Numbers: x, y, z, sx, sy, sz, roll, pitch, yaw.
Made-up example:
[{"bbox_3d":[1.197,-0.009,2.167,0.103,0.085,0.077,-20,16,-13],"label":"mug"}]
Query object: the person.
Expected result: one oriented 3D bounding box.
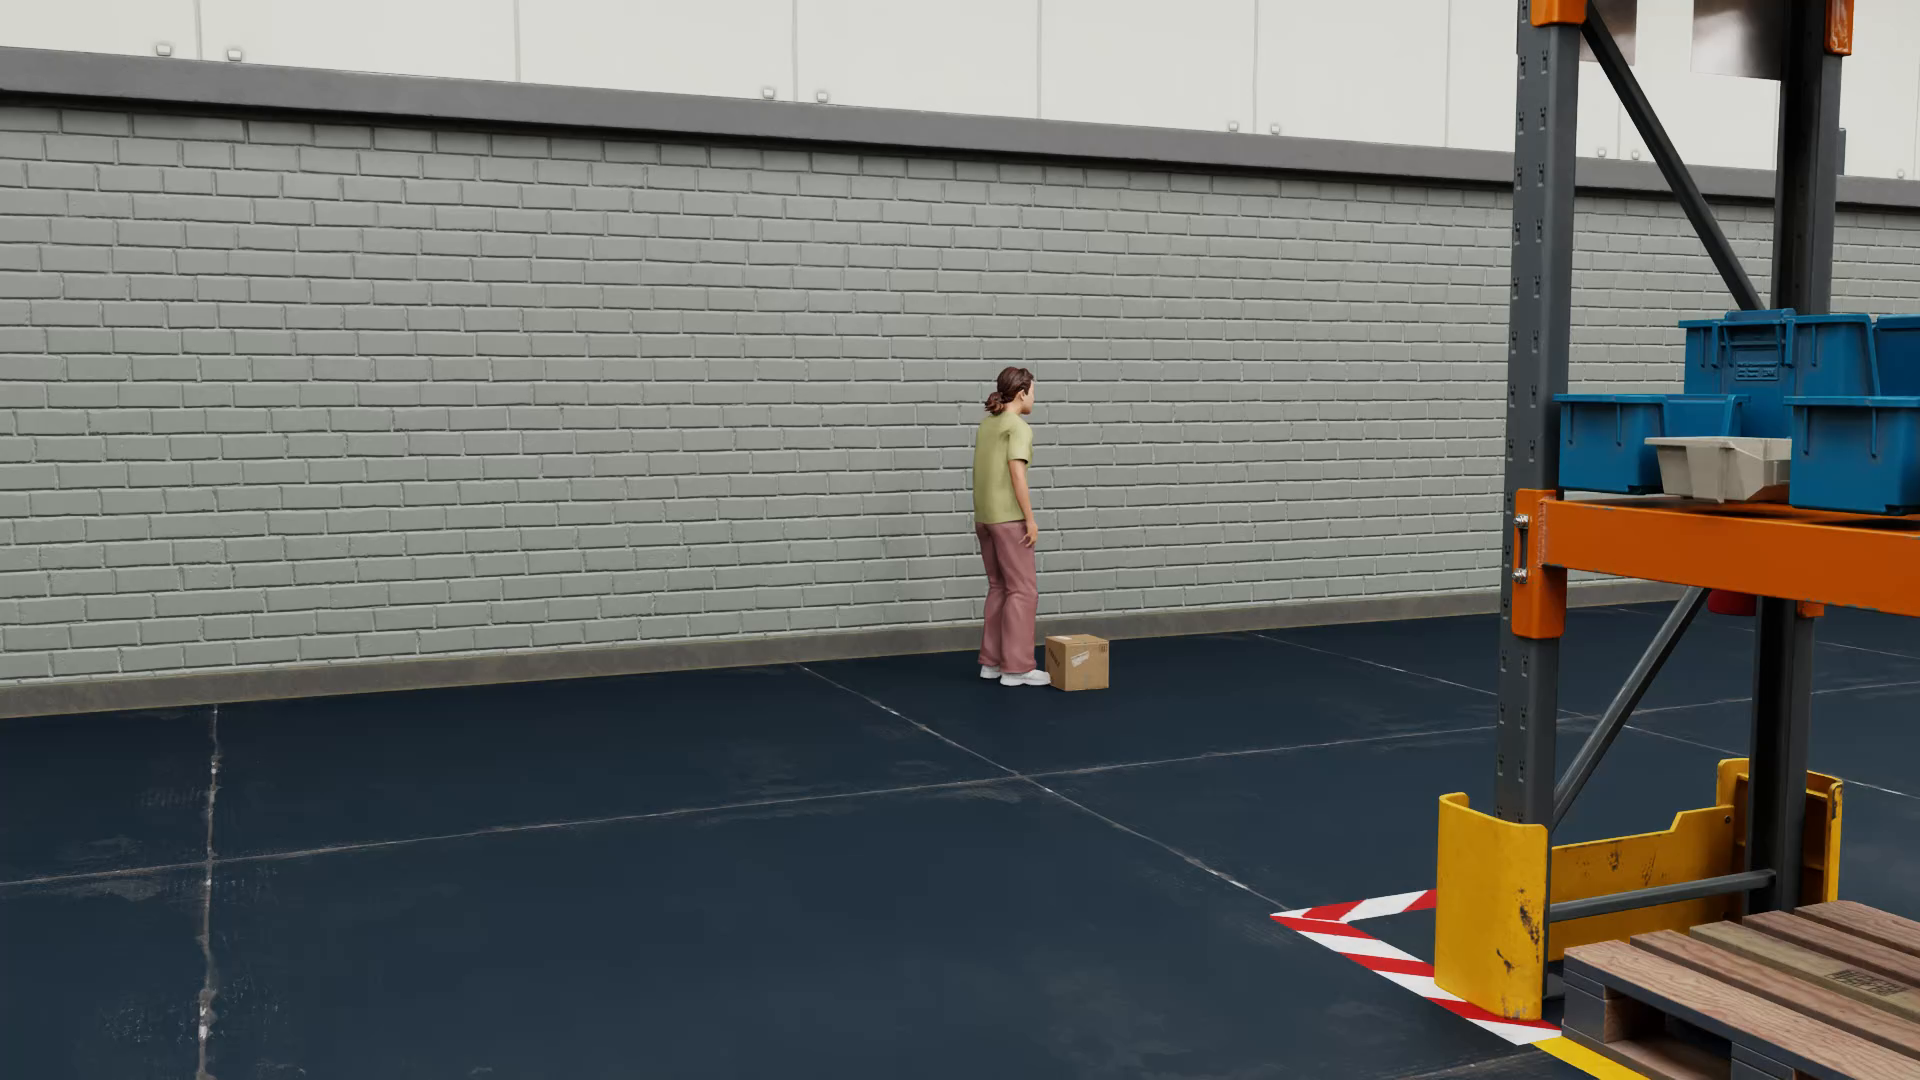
[{"bbox_3d":[0.263,-0.083,8.839,0.356,1.672,0.522,-3,6,-27],"label":"person"}]
